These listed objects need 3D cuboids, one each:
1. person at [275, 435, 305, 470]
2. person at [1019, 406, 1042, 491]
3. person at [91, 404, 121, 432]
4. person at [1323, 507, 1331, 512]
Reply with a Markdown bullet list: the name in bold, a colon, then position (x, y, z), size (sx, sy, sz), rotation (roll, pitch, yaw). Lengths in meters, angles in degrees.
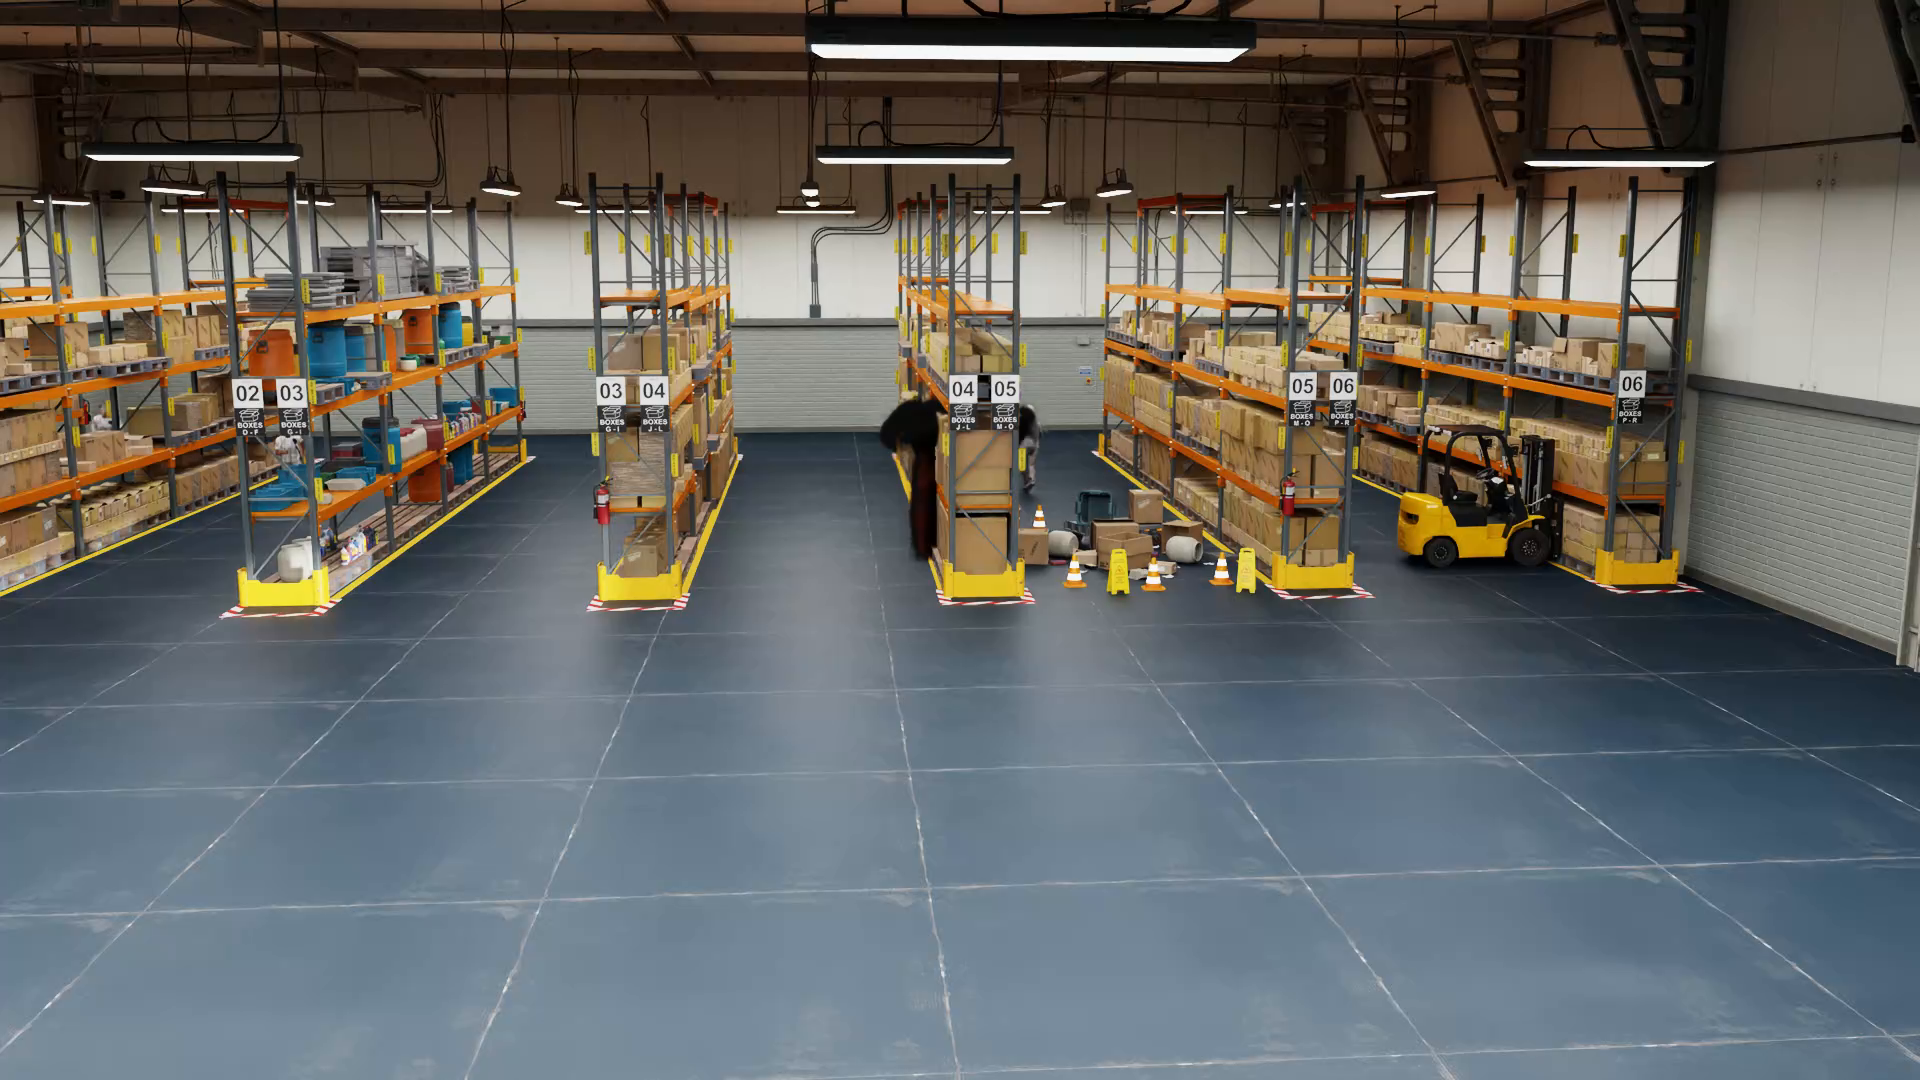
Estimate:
- **person**: position (-13.202, -1.541, 32.831), size (0.585, 1.616, 0.939), rotation (-4, 11, -23)
- **person**: position (1.451, -1.868, 34.252), size (0.628, 1.755, 0.819), rotation (-3, 10, -15)
- **person**: position (-18.742, -2.199, 36.550), size (0.612, 1.619, 0.622), rotation (-4, 11, -20)
- **person**: position (6.427, -1.057, 29.827), size (0.650, 1.693, 0.977), rotation (-2, 10, -9)
